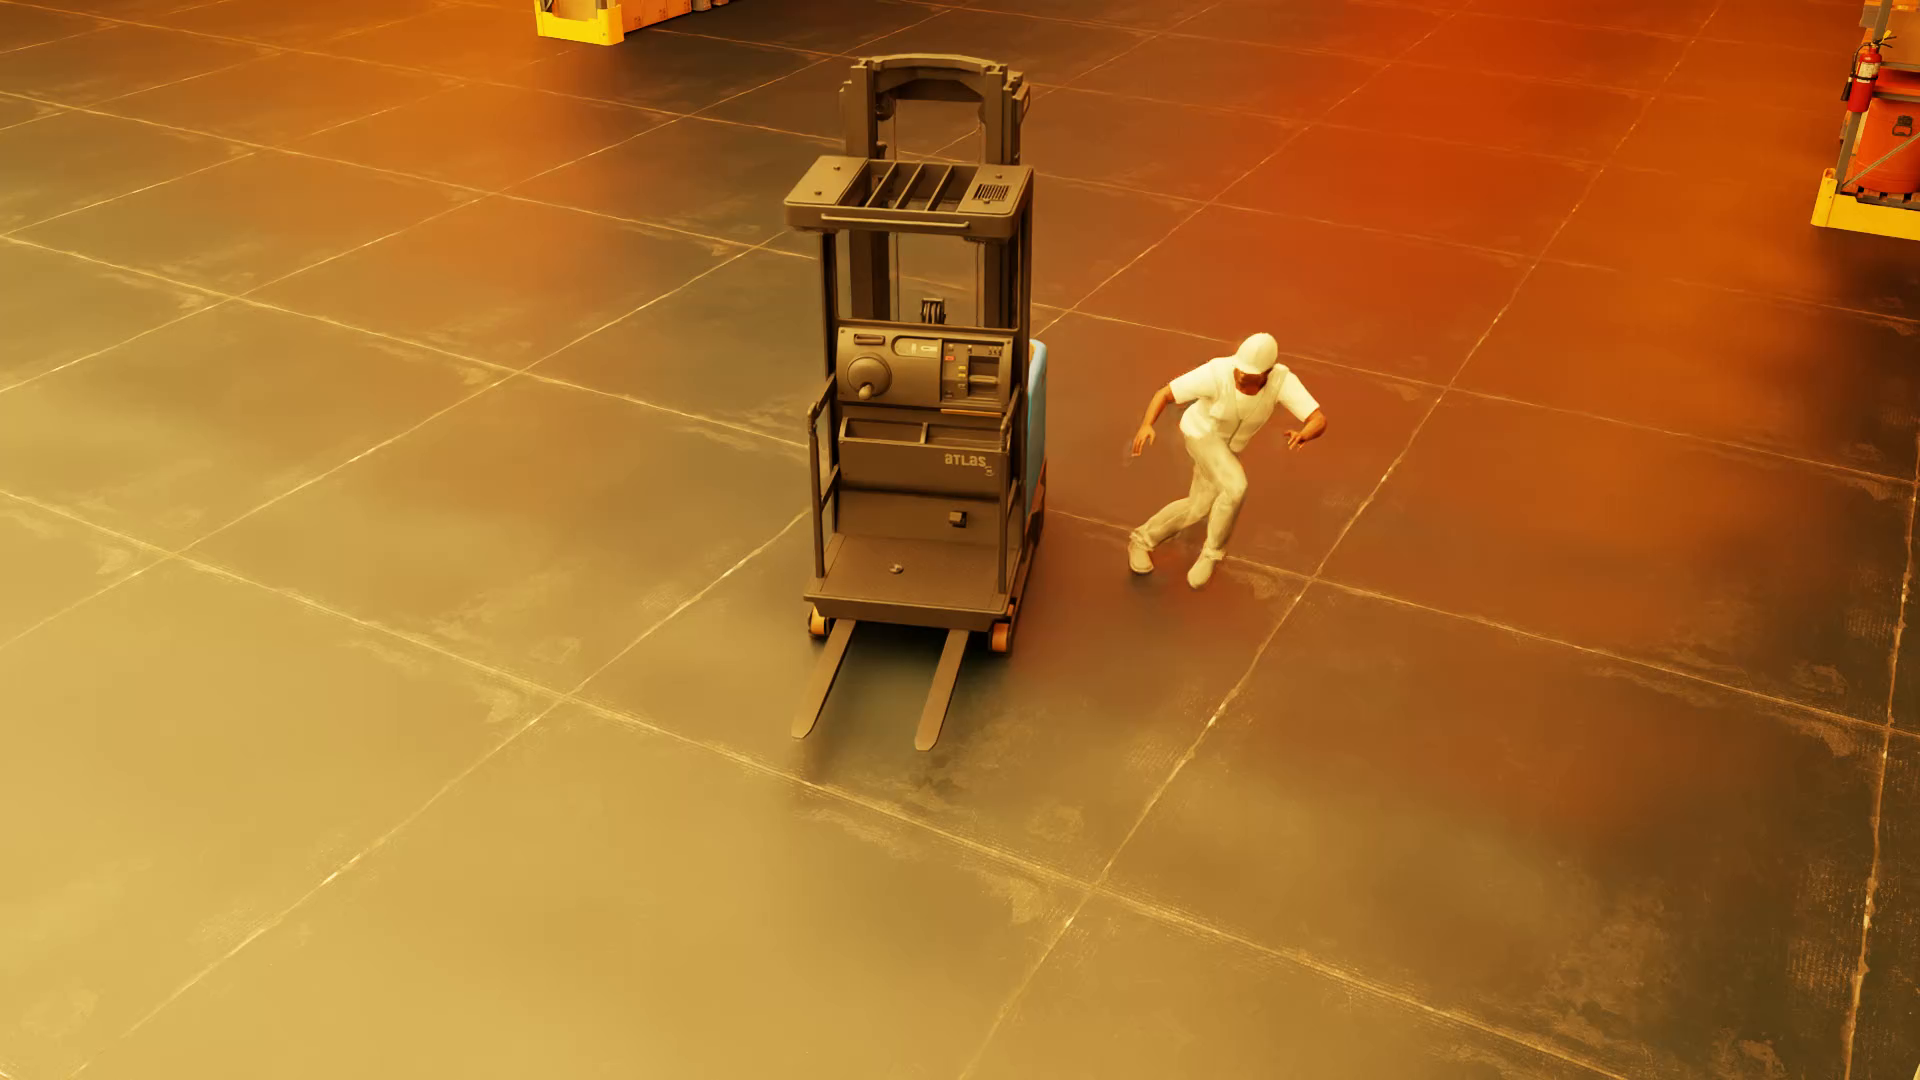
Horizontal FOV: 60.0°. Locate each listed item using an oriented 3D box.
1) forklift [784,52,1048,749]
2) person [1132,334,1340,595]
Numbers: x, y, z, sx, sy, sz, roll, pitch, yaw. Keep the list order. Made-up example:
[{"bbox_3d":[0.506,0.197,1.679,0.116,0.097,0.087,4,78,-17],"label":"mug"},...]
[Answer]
[{"bbox_3d":[-0.217,-0.869,8.576,1.130,2.935,3.031,5,30,8],"label":"forklift"},{"bbox_3d":[1.512,-0.438,9.226,1.034,1.501,0.960,-13,32,-21],"label":"person"}]
